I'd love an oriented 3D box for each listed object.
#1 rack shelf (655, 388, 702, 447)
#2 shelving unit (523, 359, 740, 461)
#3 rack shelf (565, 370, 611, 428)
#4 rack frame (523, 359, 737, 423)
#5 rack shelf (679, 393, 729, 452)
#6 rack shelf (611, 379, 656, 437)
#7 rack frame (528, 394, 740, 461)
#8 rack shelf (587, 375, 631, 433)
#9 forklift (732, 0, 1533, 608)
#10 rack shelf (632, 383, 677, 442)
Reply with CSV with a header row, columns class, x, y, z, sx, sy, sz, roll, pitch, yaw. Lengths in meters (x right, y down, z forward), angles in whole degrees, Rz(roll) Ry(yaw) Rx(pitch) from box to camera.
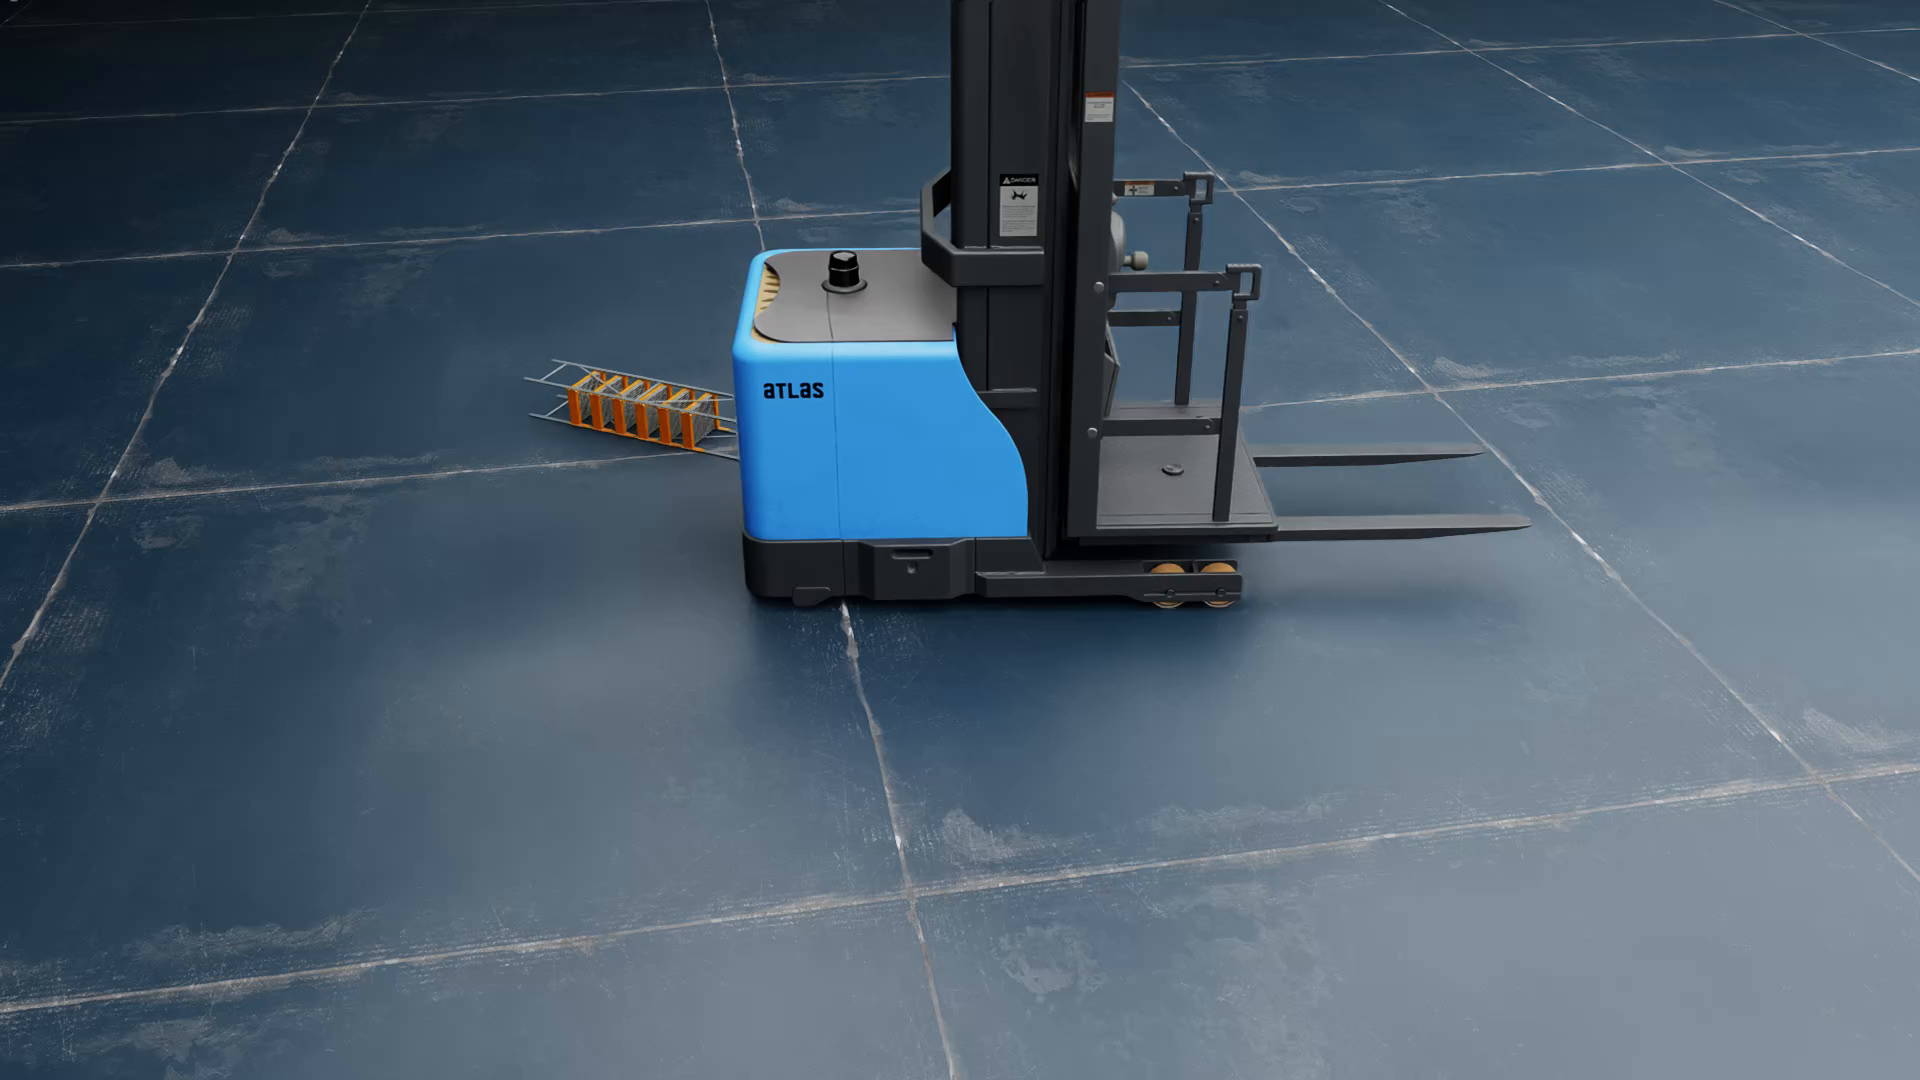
class,x,y,z,sx,sy,sz,roll,pitch,yaw
rack shelf,-1.257,-0.560,7.512,0.103,0.180,0.258,12,33,20
shelving unit,-1.408,-0.593,7.568,1.200,0.189,0.258,12,33,20
rack shelf,-1.697,-0.657,7.676,0.103,0.180,0.258,12,33,20
rack frame,-1.408,-0.672,7.522,1.200,0.006,0.240,12,33,20
rack shelf,-1.147,-0.536,7.471,0.103,0.180,0.258,12,33,20
rack shelf,-1.477,-0.609,7.594,0.103,0.180,0.258,12,33,20
rack frame,-1.408,-0.515,7.615,1.200,0.006,0.240,12,33,20
rack shelf,-1.587,-0.633,7.635,0.103,0.180,0.258,12,33,20
forklift,0.685,-1.274,6.025,3.031,2.935,1.130,-1,30,-2
rack shelf,-1.367,-0.585,7.553,0.103,0.180,0.258,12,33,20
